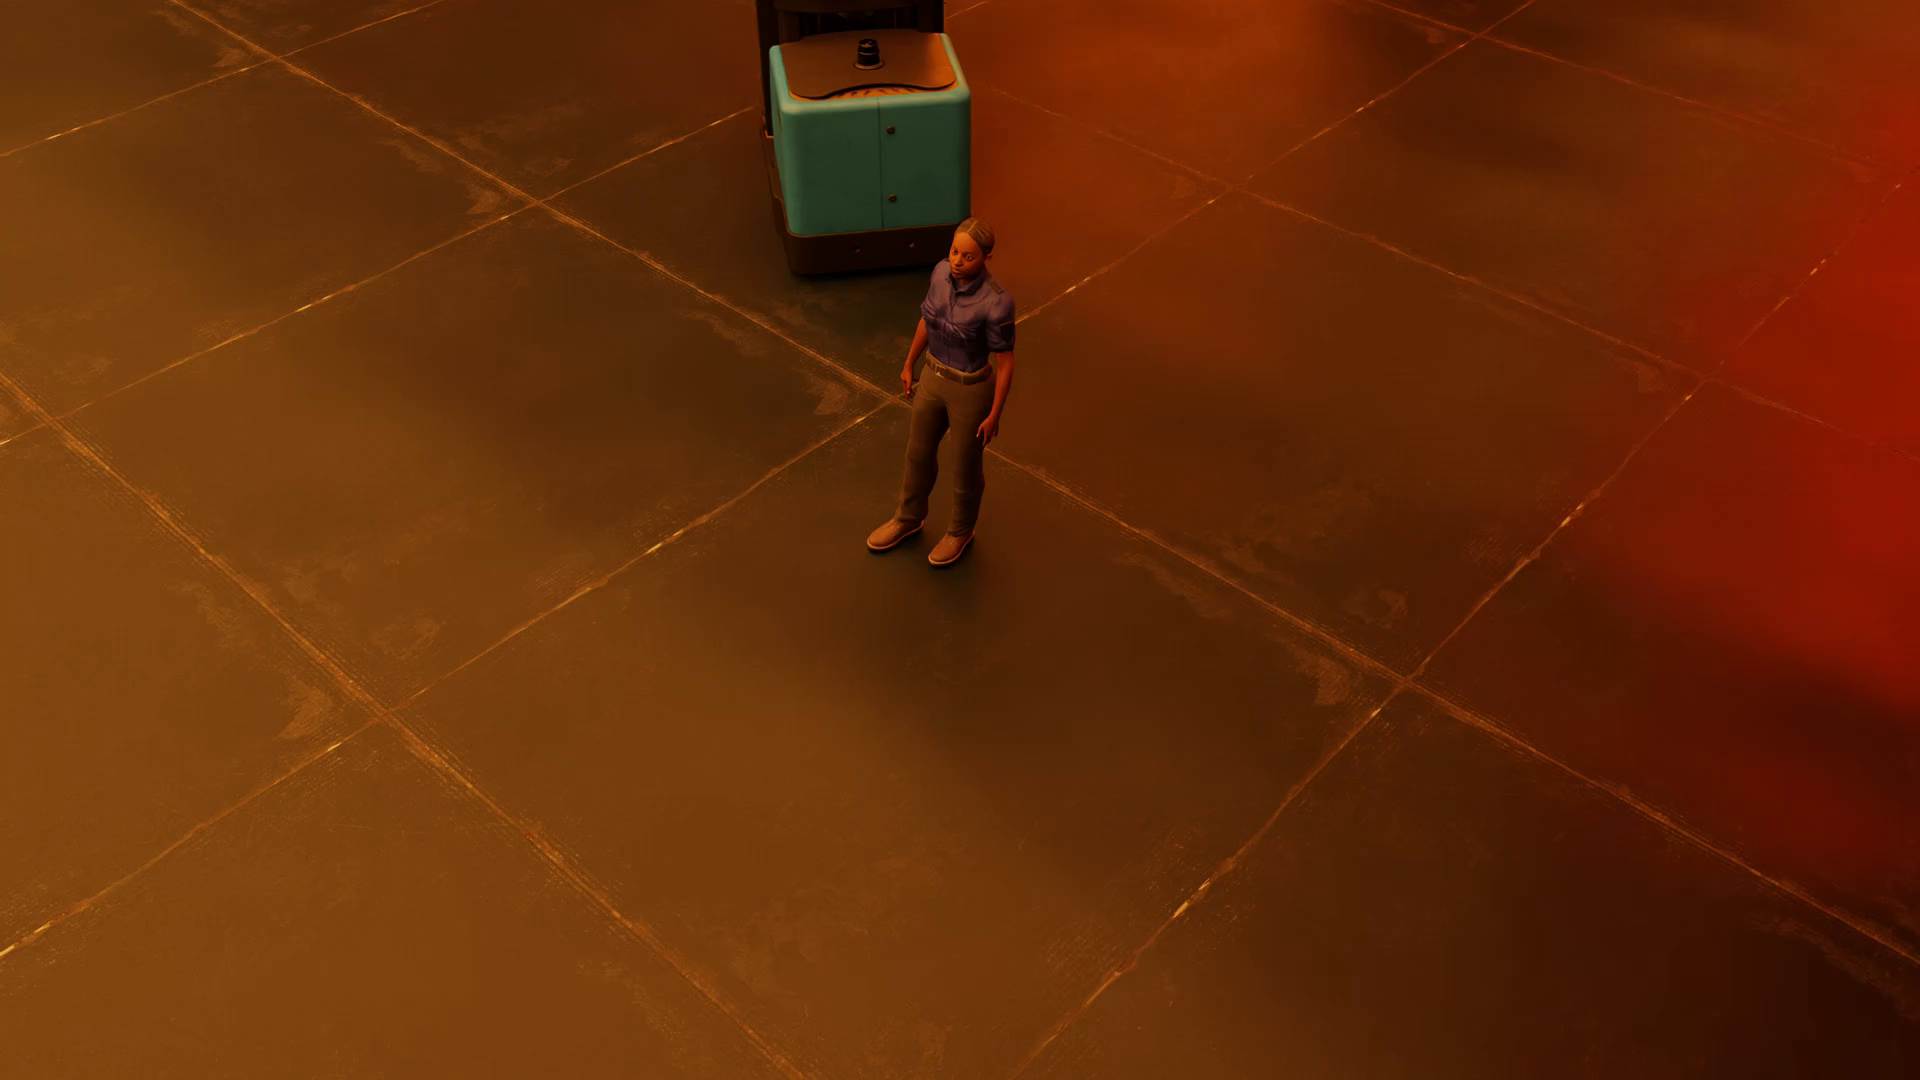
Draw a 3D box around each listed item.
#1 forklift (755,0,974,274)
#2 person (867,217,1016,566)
[{"bbox_3d":[-0.681,-3.561,9.579,1.130,2.935,3.031,-6,41,-7],"label":"forklift"},{"bbox_3d":[-0.074,-0.600,7.097,0.570,1.656,0.503,31,49,31],"label":"person"}]
